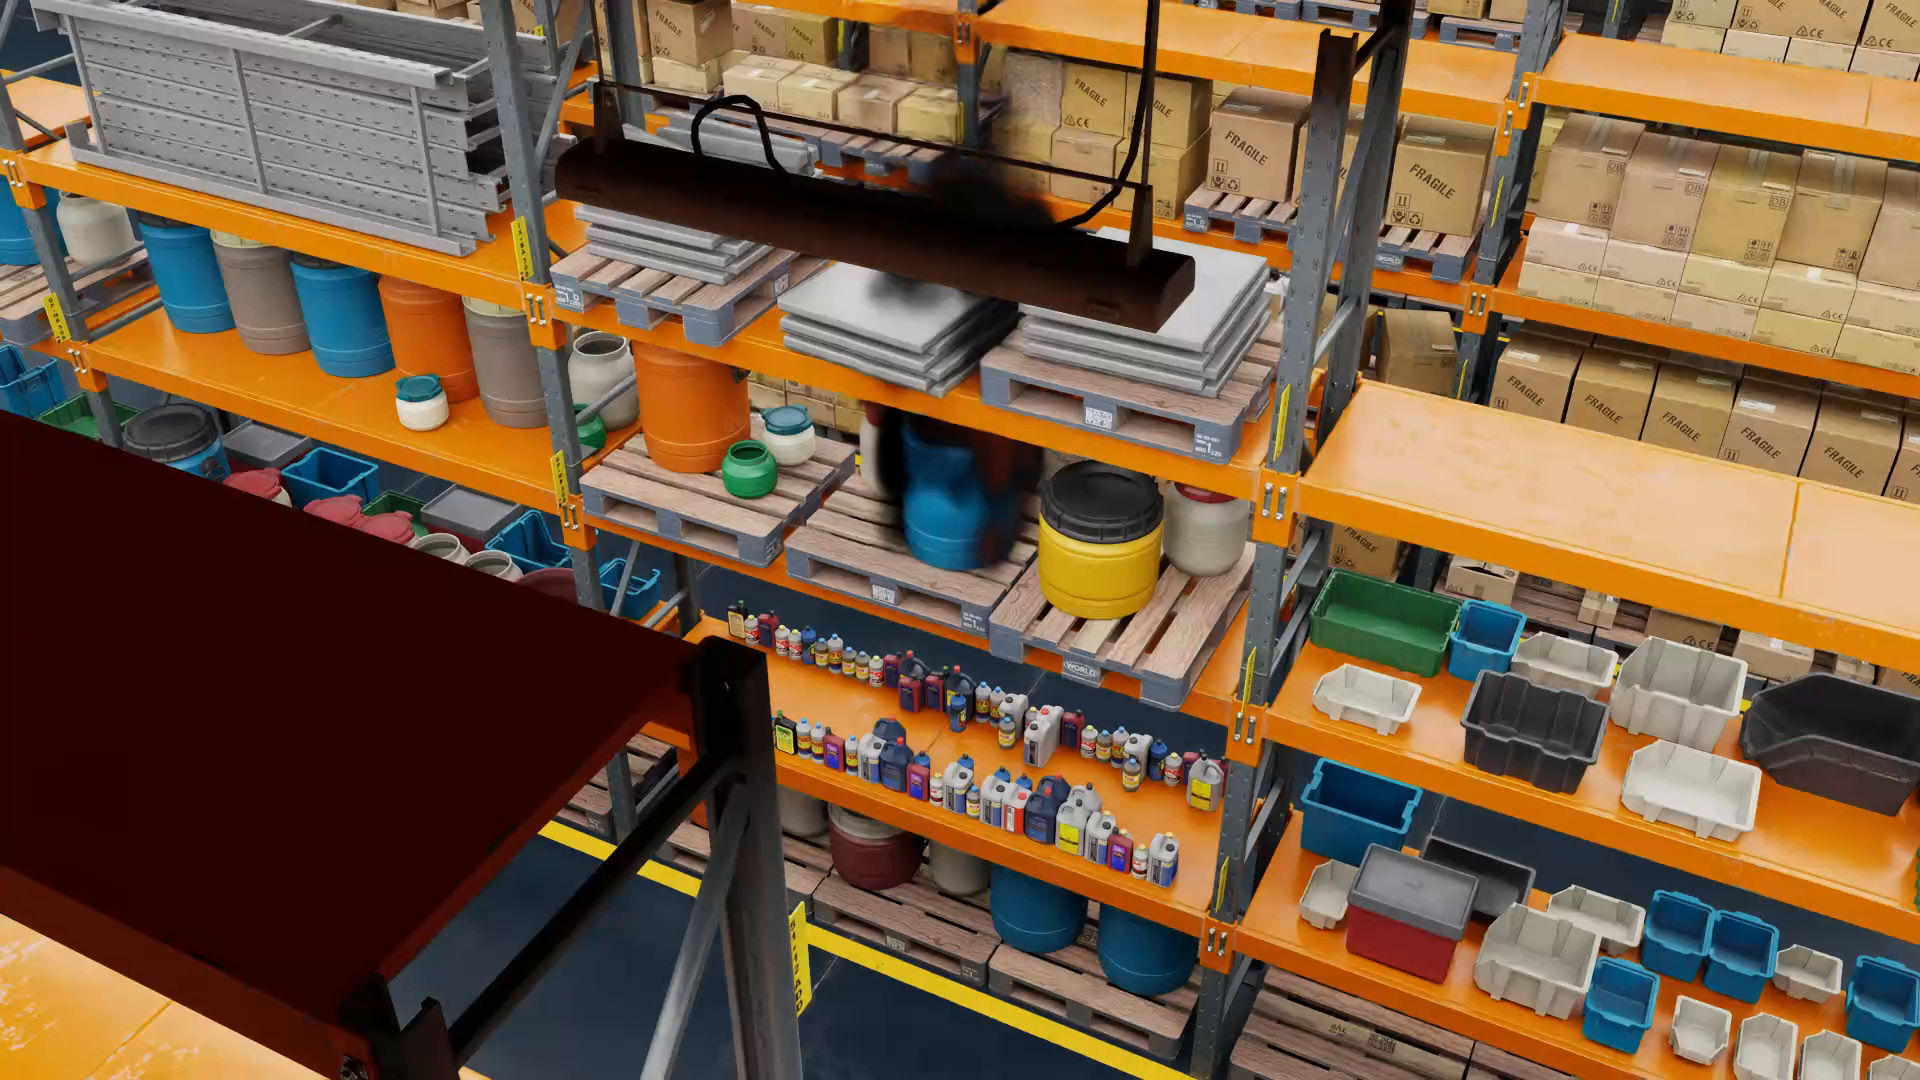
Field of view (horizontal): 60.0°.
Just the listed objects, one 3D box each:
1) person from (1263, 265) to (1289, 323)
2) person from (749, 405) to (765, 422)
[{"bbox_3d":[2.705,-1.826,15.065,0.630,1.646,0.581,16,38,22],"label":"person"},{"bbox_3d":[-1.586,-0.410,13.080,0.793,1.626,0.557,15,38,20],"label":"person"}]
